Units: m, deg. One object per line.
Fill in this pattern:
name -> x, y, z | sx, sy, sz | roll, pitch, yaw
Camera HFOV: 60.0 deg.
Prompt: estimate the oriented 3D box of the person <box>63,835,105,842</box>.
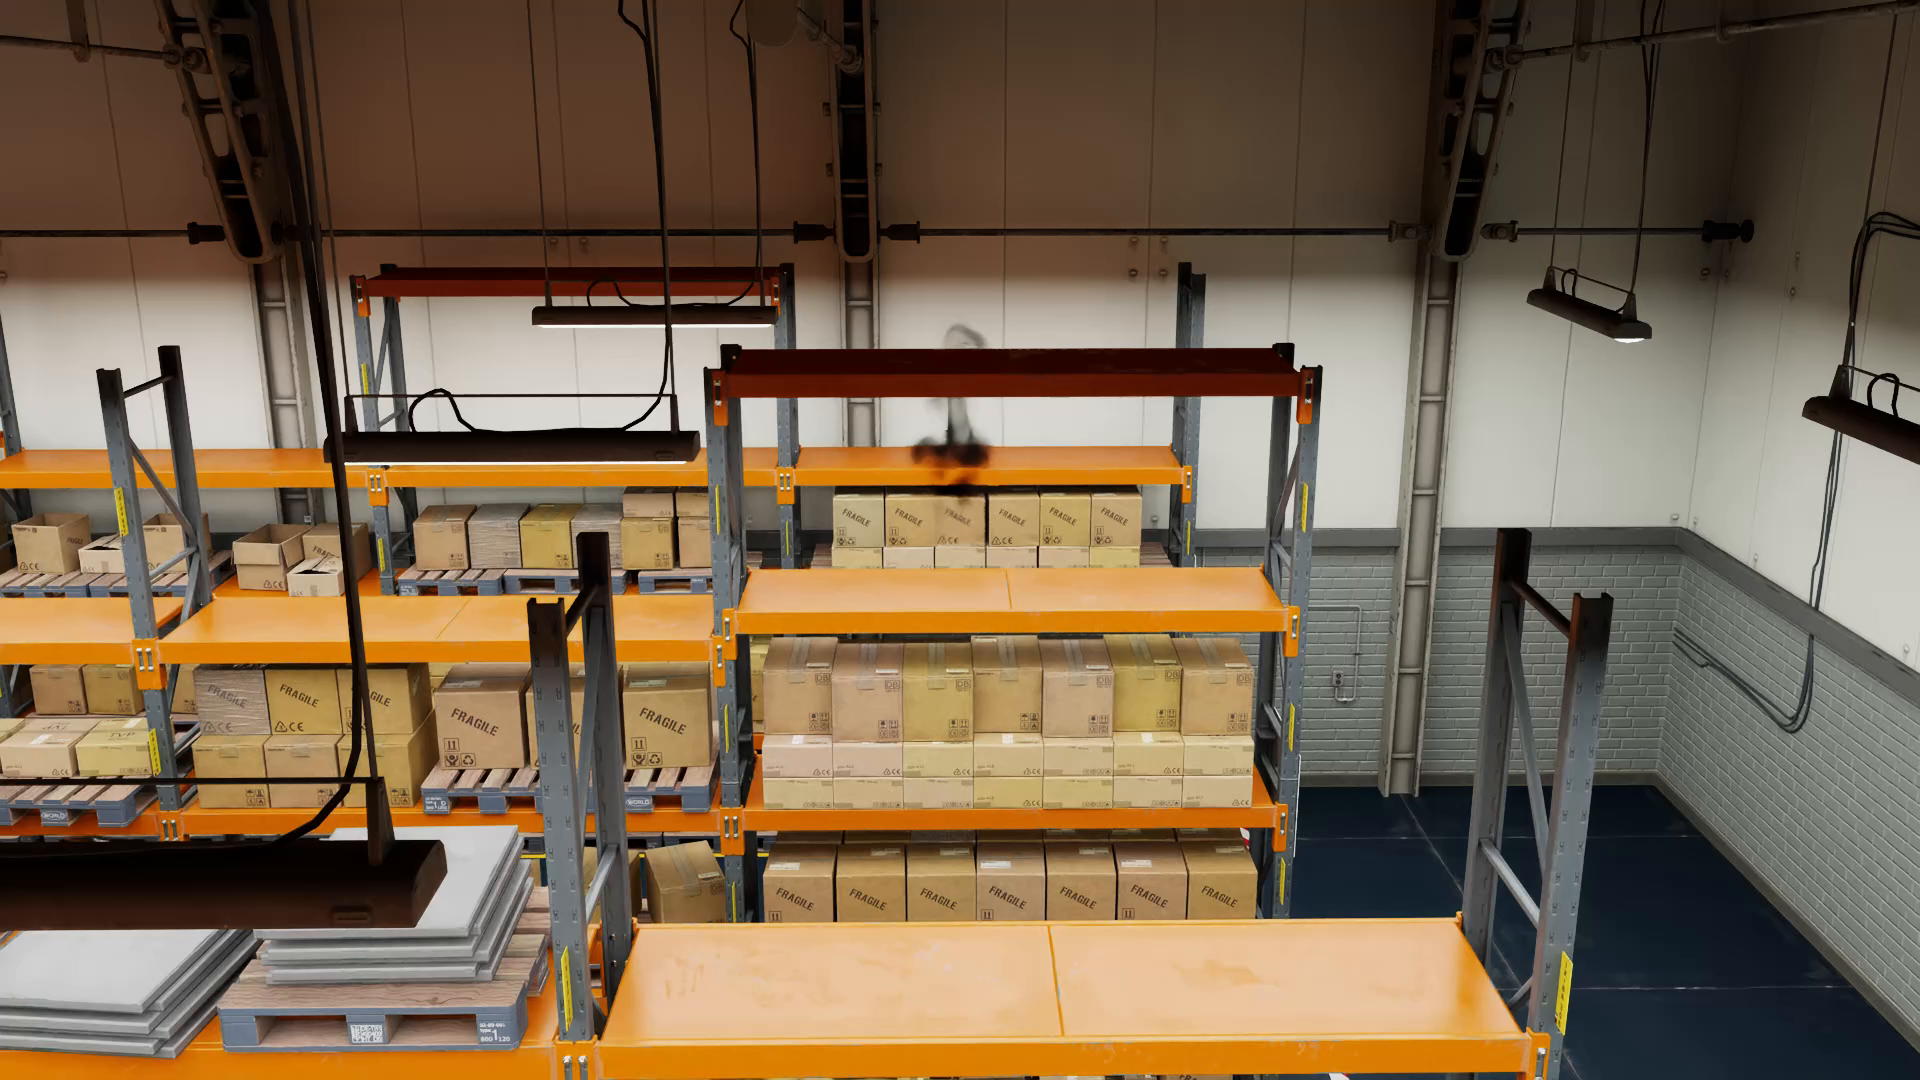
person -> -7.635, 3.204, 14.559 | 0.716, 1.733, 0.542 | -3, 16, -11
